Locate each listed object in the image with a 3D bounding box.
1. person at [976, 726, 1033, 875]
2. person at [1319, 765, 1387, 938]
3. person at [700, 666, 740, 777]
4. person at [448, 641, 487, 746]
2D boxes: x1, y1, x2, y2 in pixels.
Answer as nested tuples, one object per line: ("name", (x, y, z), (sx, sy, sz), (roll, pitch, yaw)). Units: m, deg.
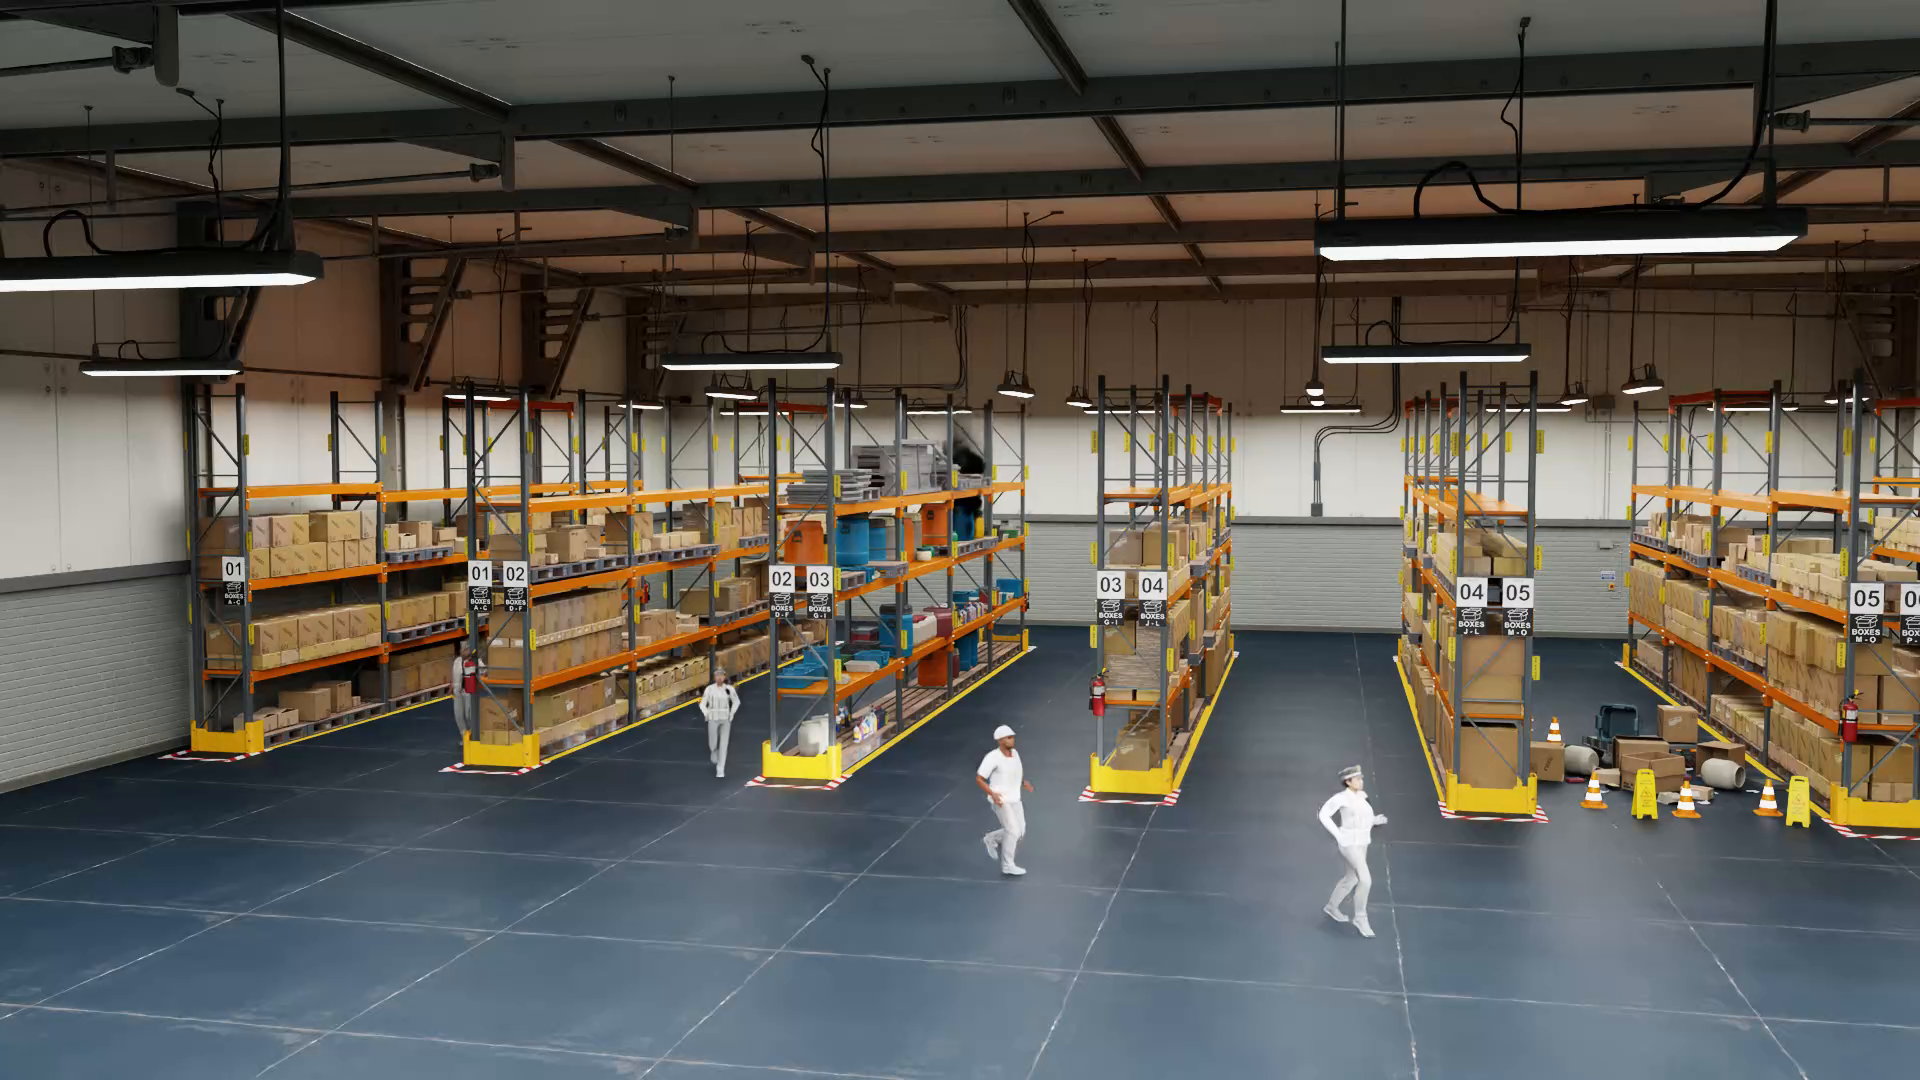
("person", (0.490, 3.025, 19.438), (0.671, 1.727, 0.696), (3, 4, 40))
("person", (4.050, 3.177, 17.105), (0.695, 1.752, 0.593), (3, 4, 43))
("person", (-3.639, 2.728, 25.225), (0.615, 1.650, 0.725), (0, 3, -8))
("person", (-8.232, 2.540, 27.797), (0.656, 1.740, 0.644), (1, 3, 13))
